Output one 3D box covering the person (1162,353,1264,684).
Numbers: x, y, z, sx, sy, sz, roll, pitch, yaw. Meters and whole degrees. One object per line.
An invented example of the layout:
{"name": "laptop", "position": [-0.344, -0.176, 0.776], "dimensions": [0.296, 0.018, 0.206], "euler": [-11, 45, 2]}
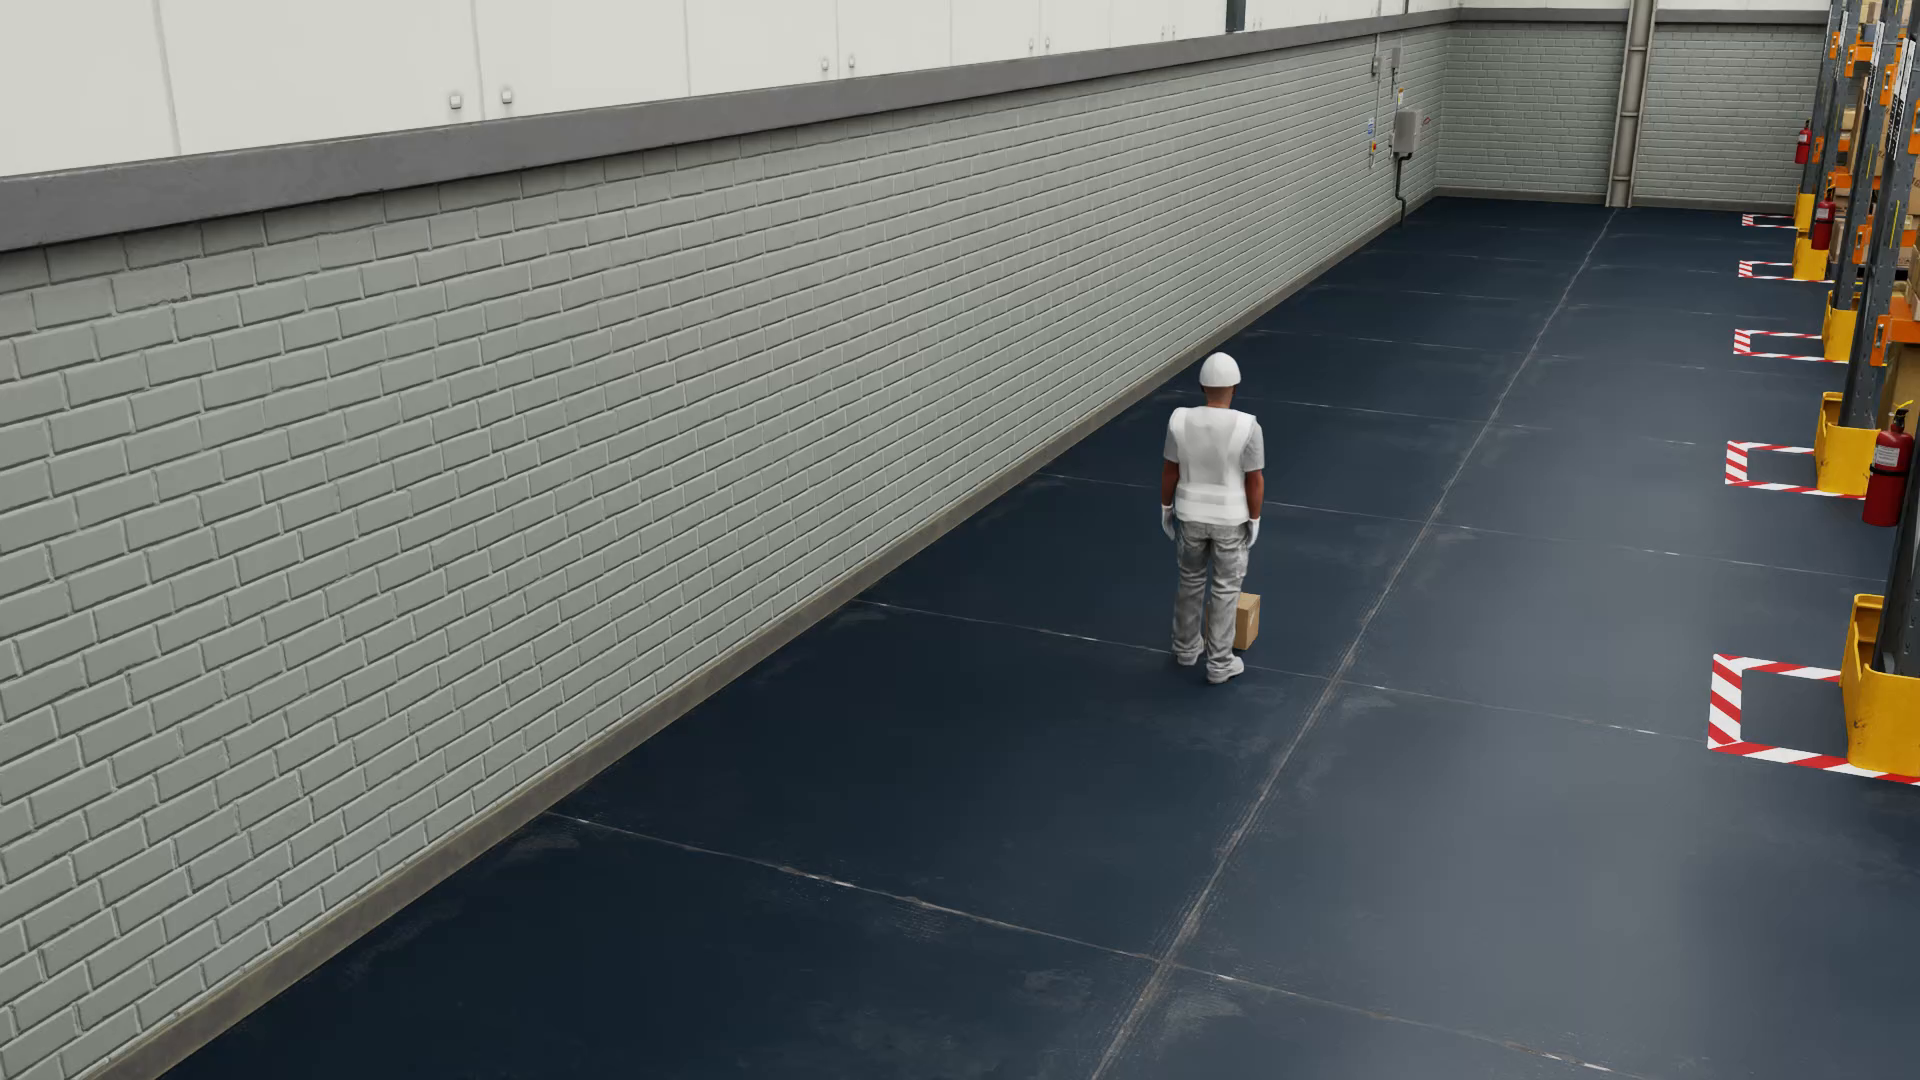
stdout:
{"name": "person", "position": [1.374, -0.140, 8.952], "dimensions": [0.556, 1.788, 0.480], "euler": [9, 21, 24]}
